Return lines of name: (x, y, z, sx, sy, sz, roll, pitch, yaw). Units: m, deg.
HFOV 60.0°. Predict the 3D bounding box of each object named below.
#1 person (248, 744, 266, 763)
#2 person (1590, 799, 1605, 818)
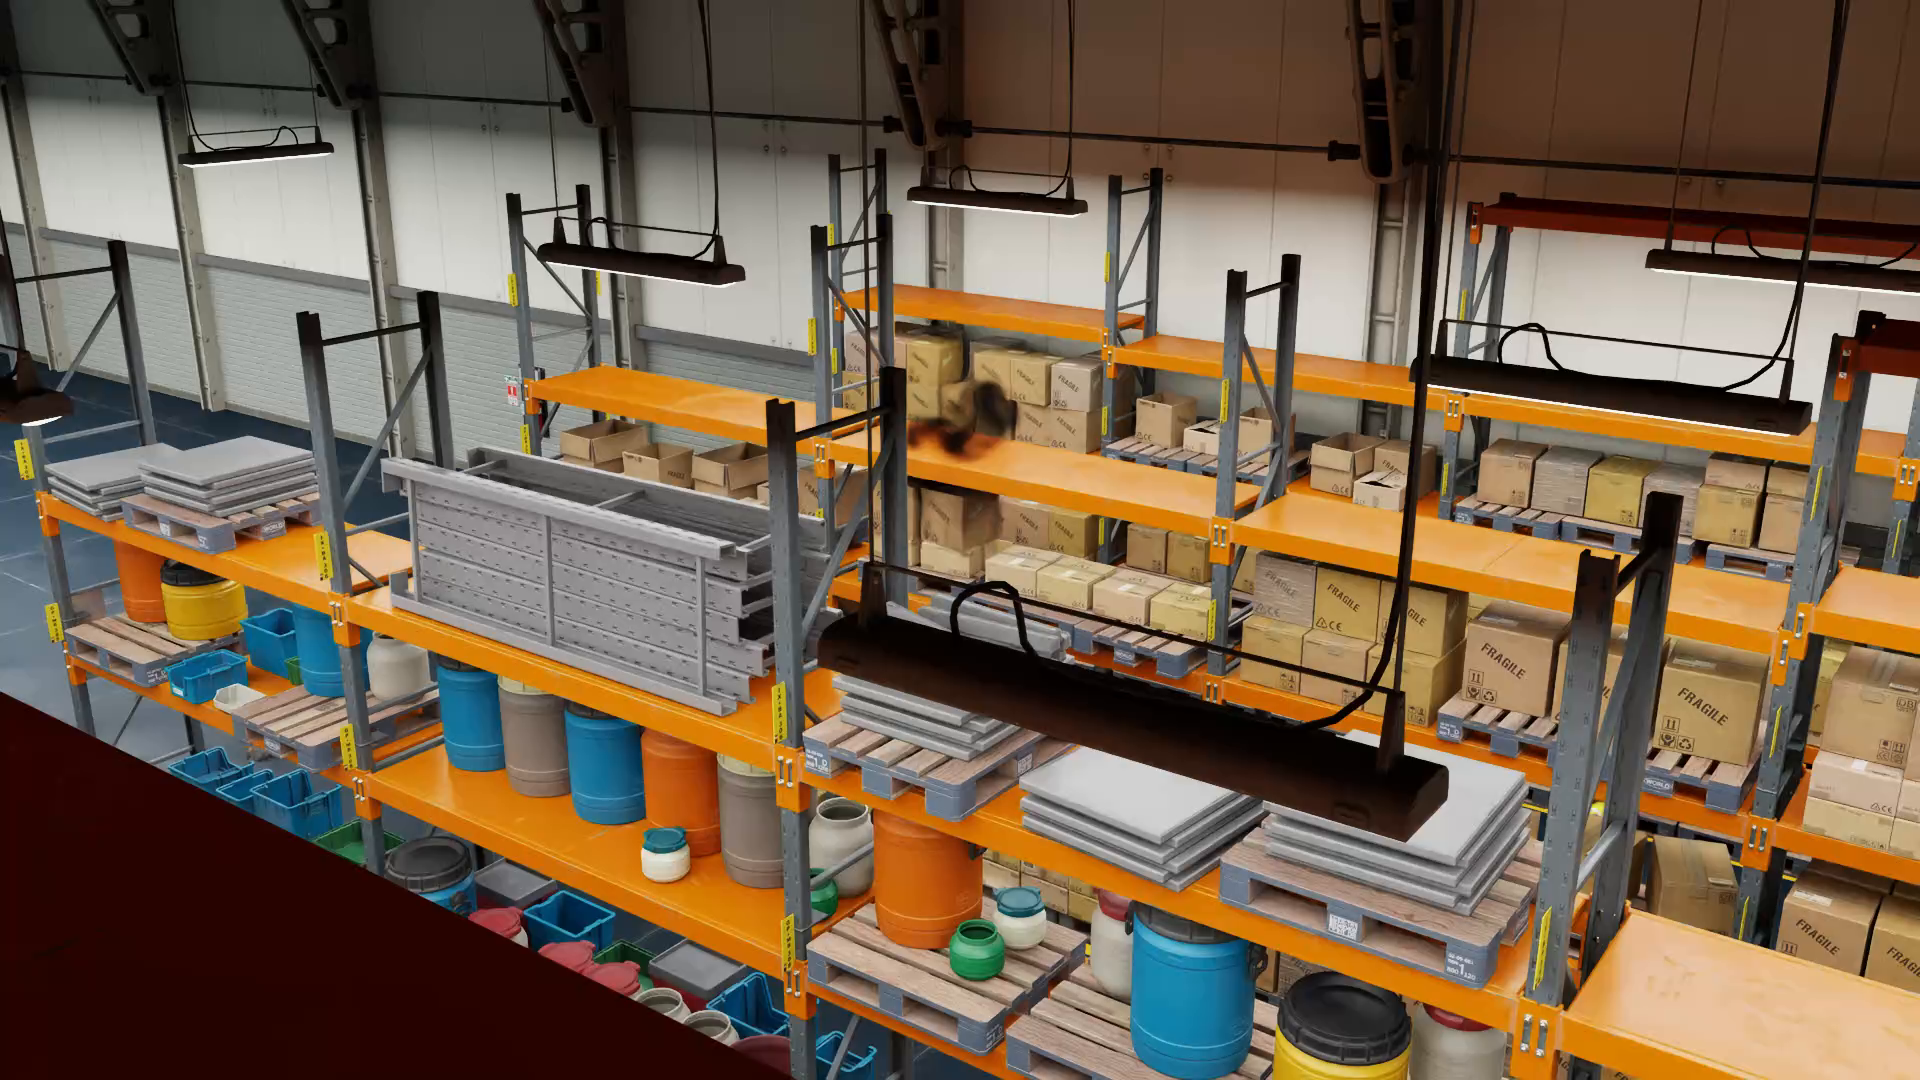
person: (-7.716, 1.535, 17.808, 0.718, 1.765, 0.705, -12, 22, -31)
person: (5.380, 2.783, 14.090, 0.898, 1.749, 0.726, 14, 23, 37)
